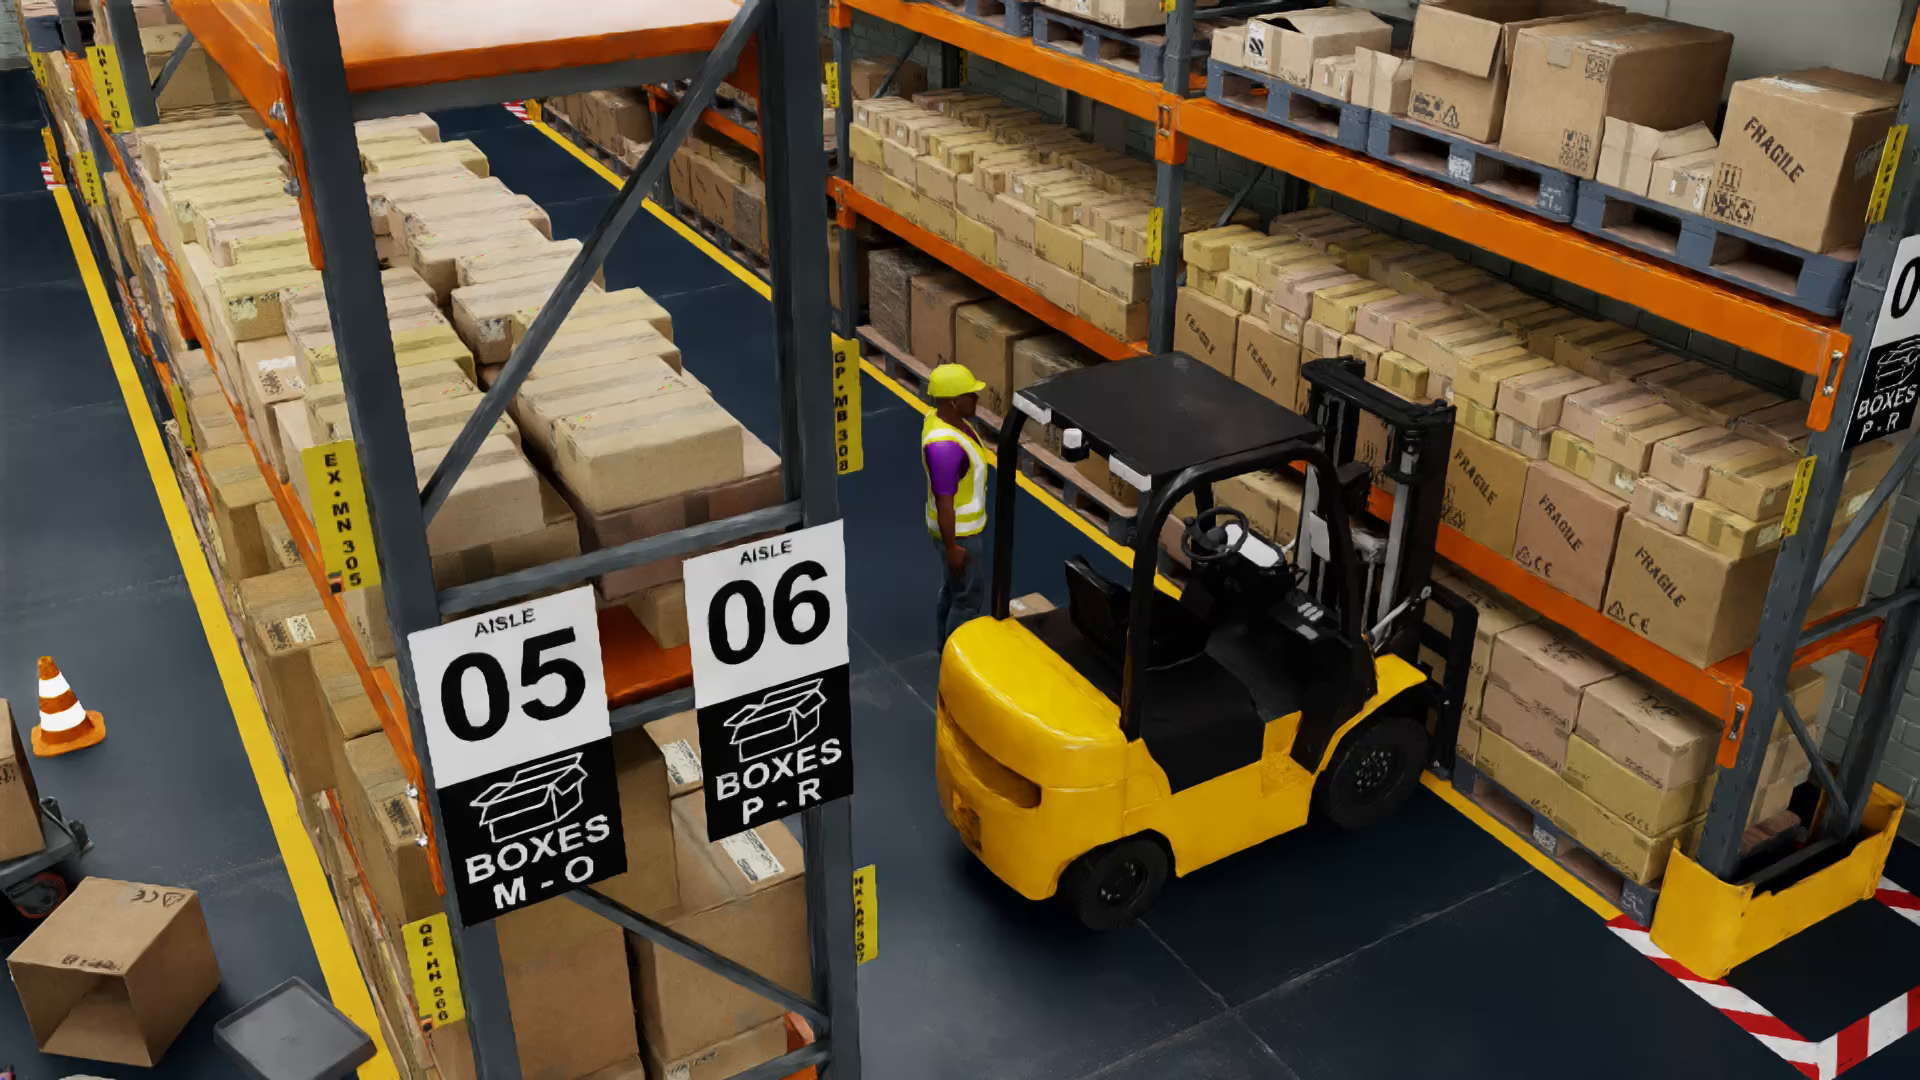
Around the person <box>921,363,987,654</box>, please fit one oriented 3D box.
[{"bbox_3d":[0.015,-0.072,8.653,0.421,1.773,0.683,-1,29,-1],"label":"person"}]
